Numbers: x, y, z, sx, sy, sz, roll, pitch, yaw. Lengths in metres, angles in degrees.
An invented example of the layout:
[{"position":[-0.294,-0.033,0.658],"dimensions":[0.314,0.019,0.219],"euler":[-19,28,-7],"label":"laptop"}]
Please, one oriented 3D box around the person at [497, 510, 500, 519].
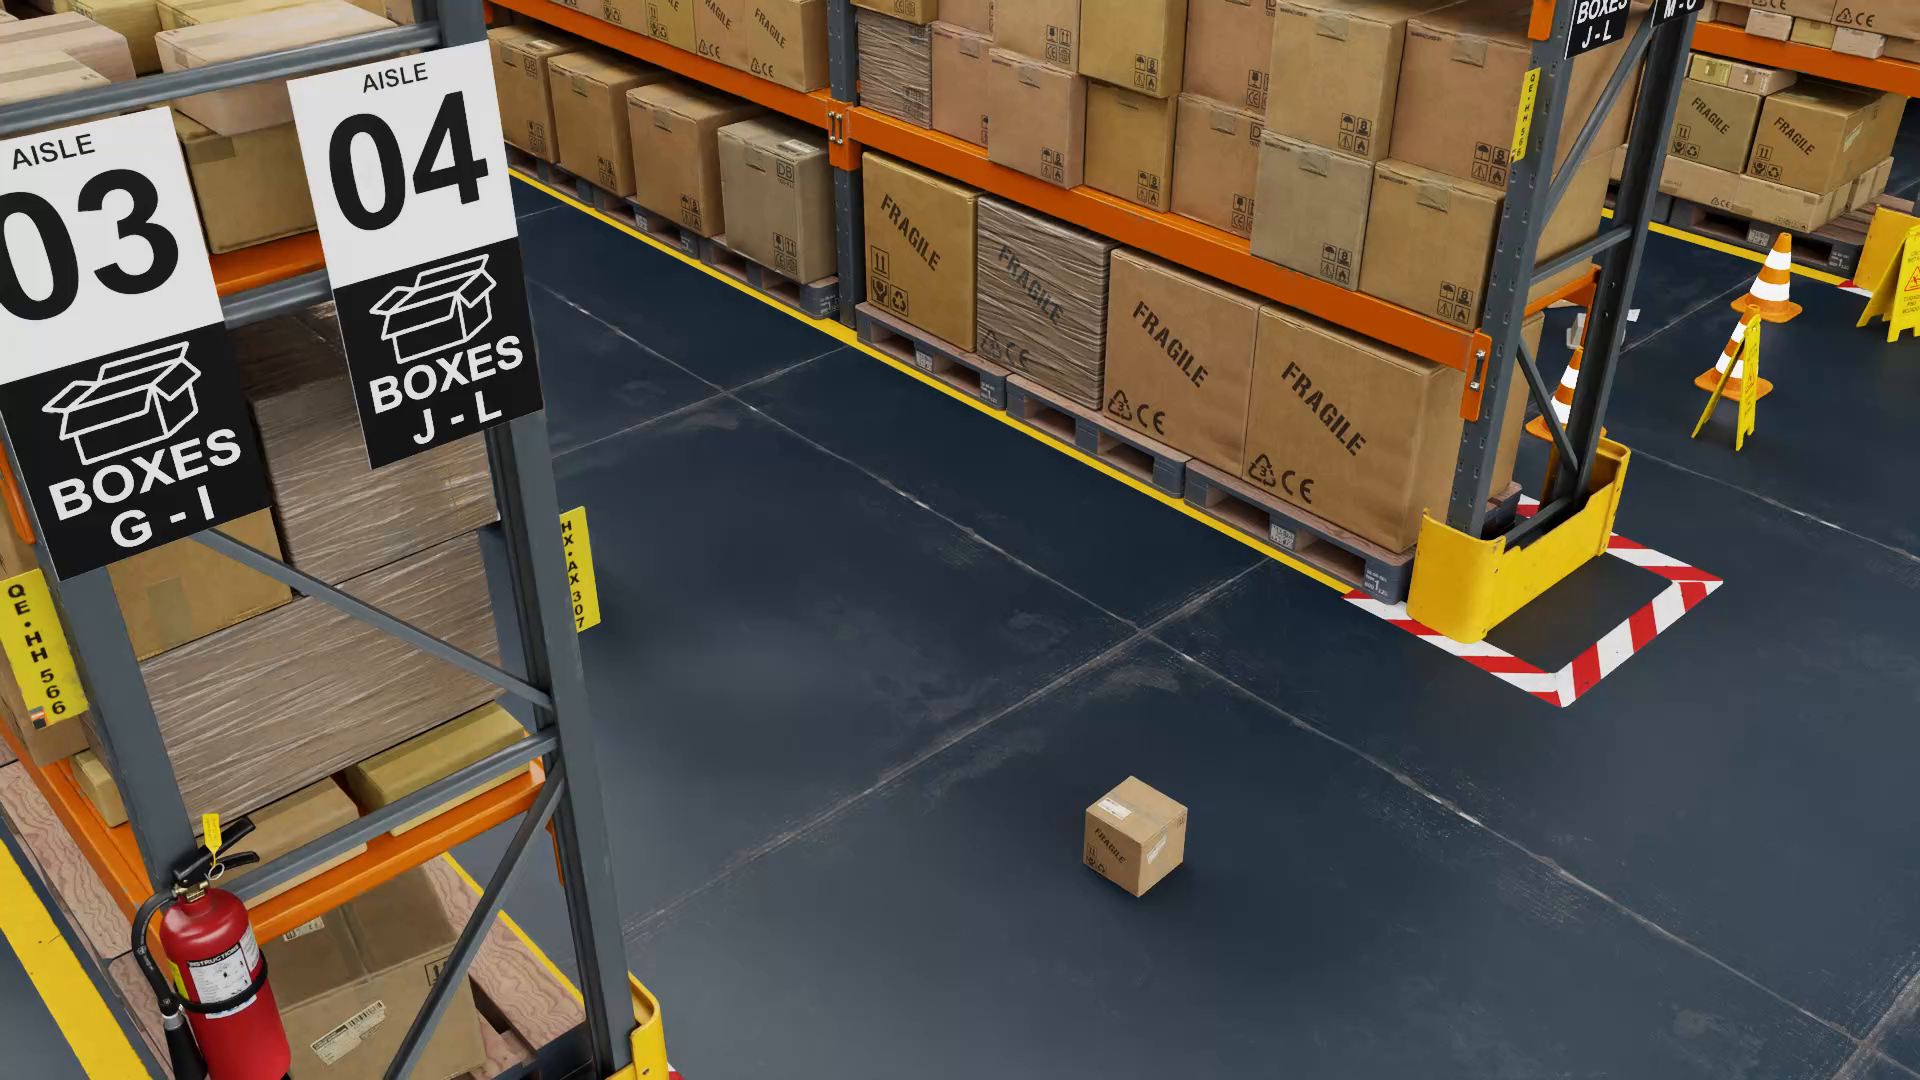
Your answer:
[{"position":[-2.405,-0.719,7.513],"dimensions":[0.660,1.395,0.349],"euler":[24,39,33],"label":"person"}]
